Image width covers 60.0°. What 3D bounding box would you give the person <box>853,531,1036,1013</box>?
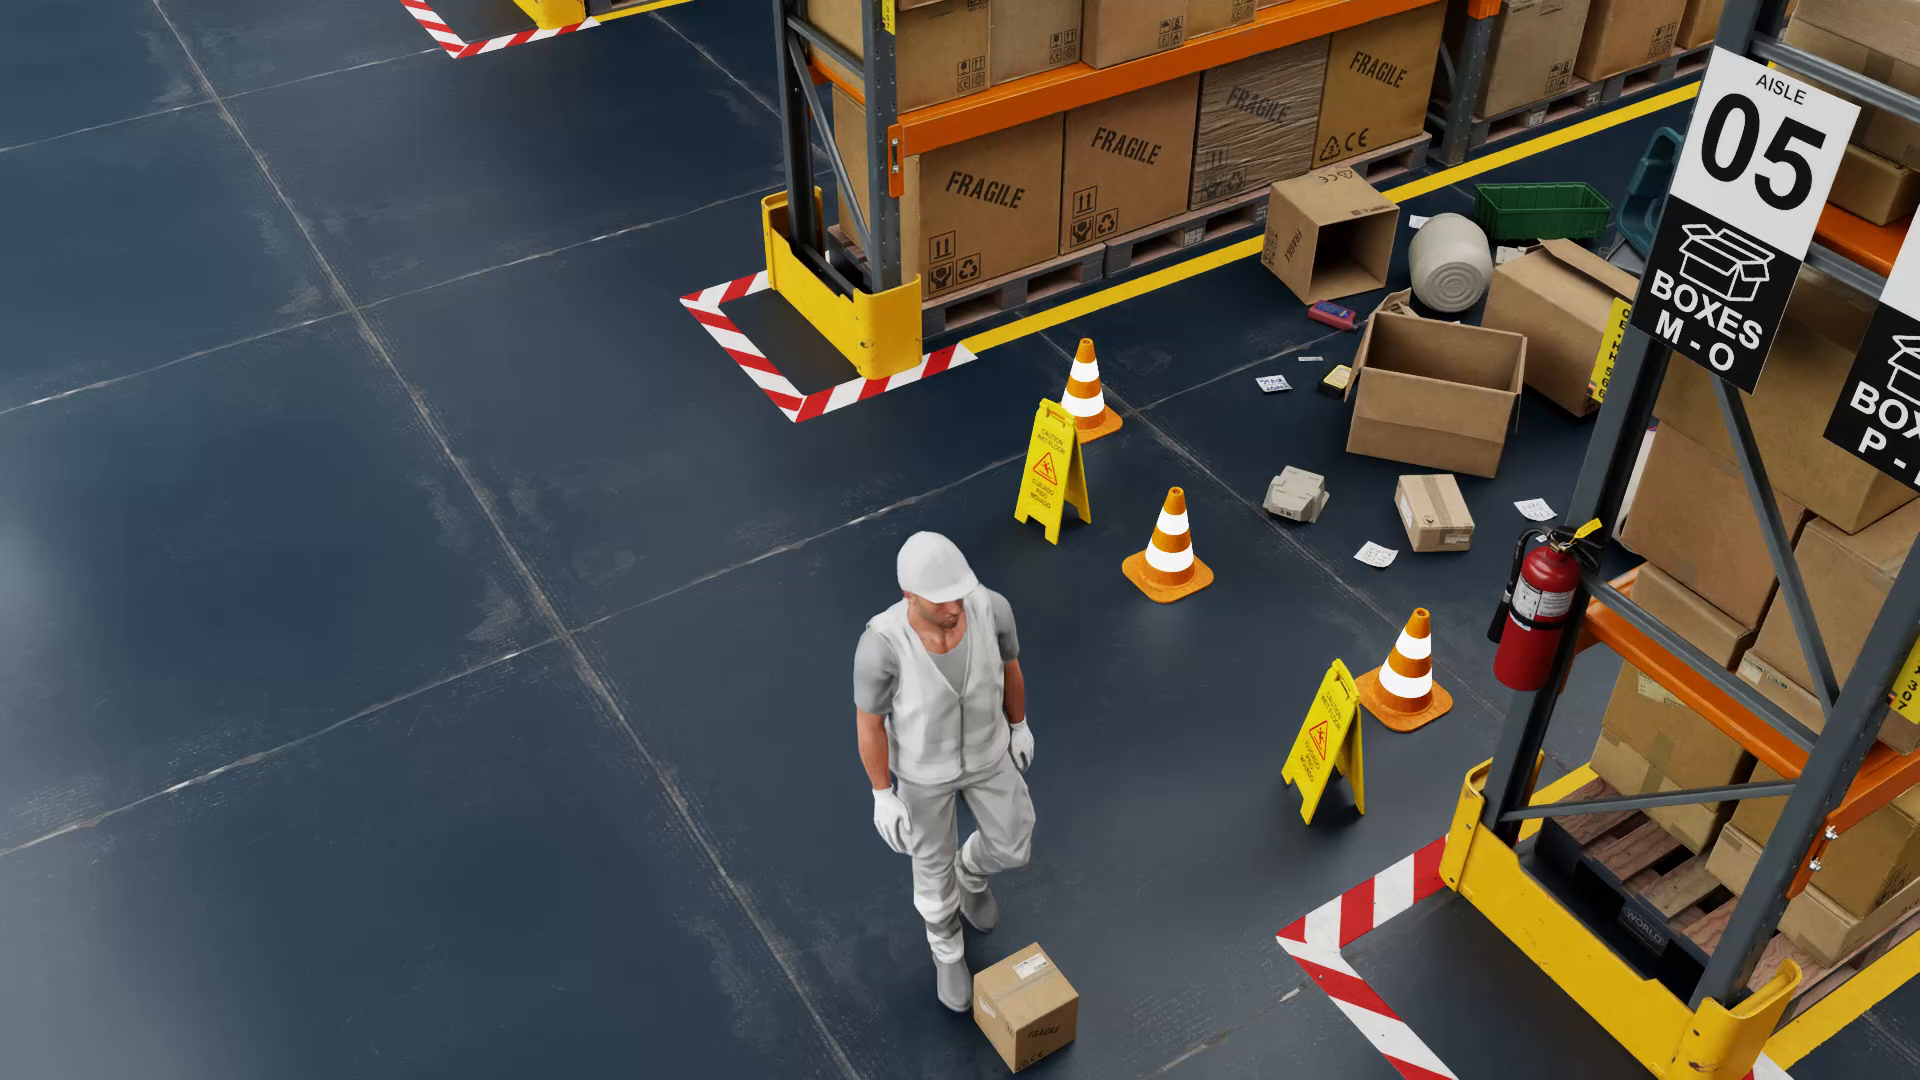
[{"bbox_3d":[-0.004,0.747,5.246,0.604,1.795,0.540,-15,43,-17],"label":"person"}]
